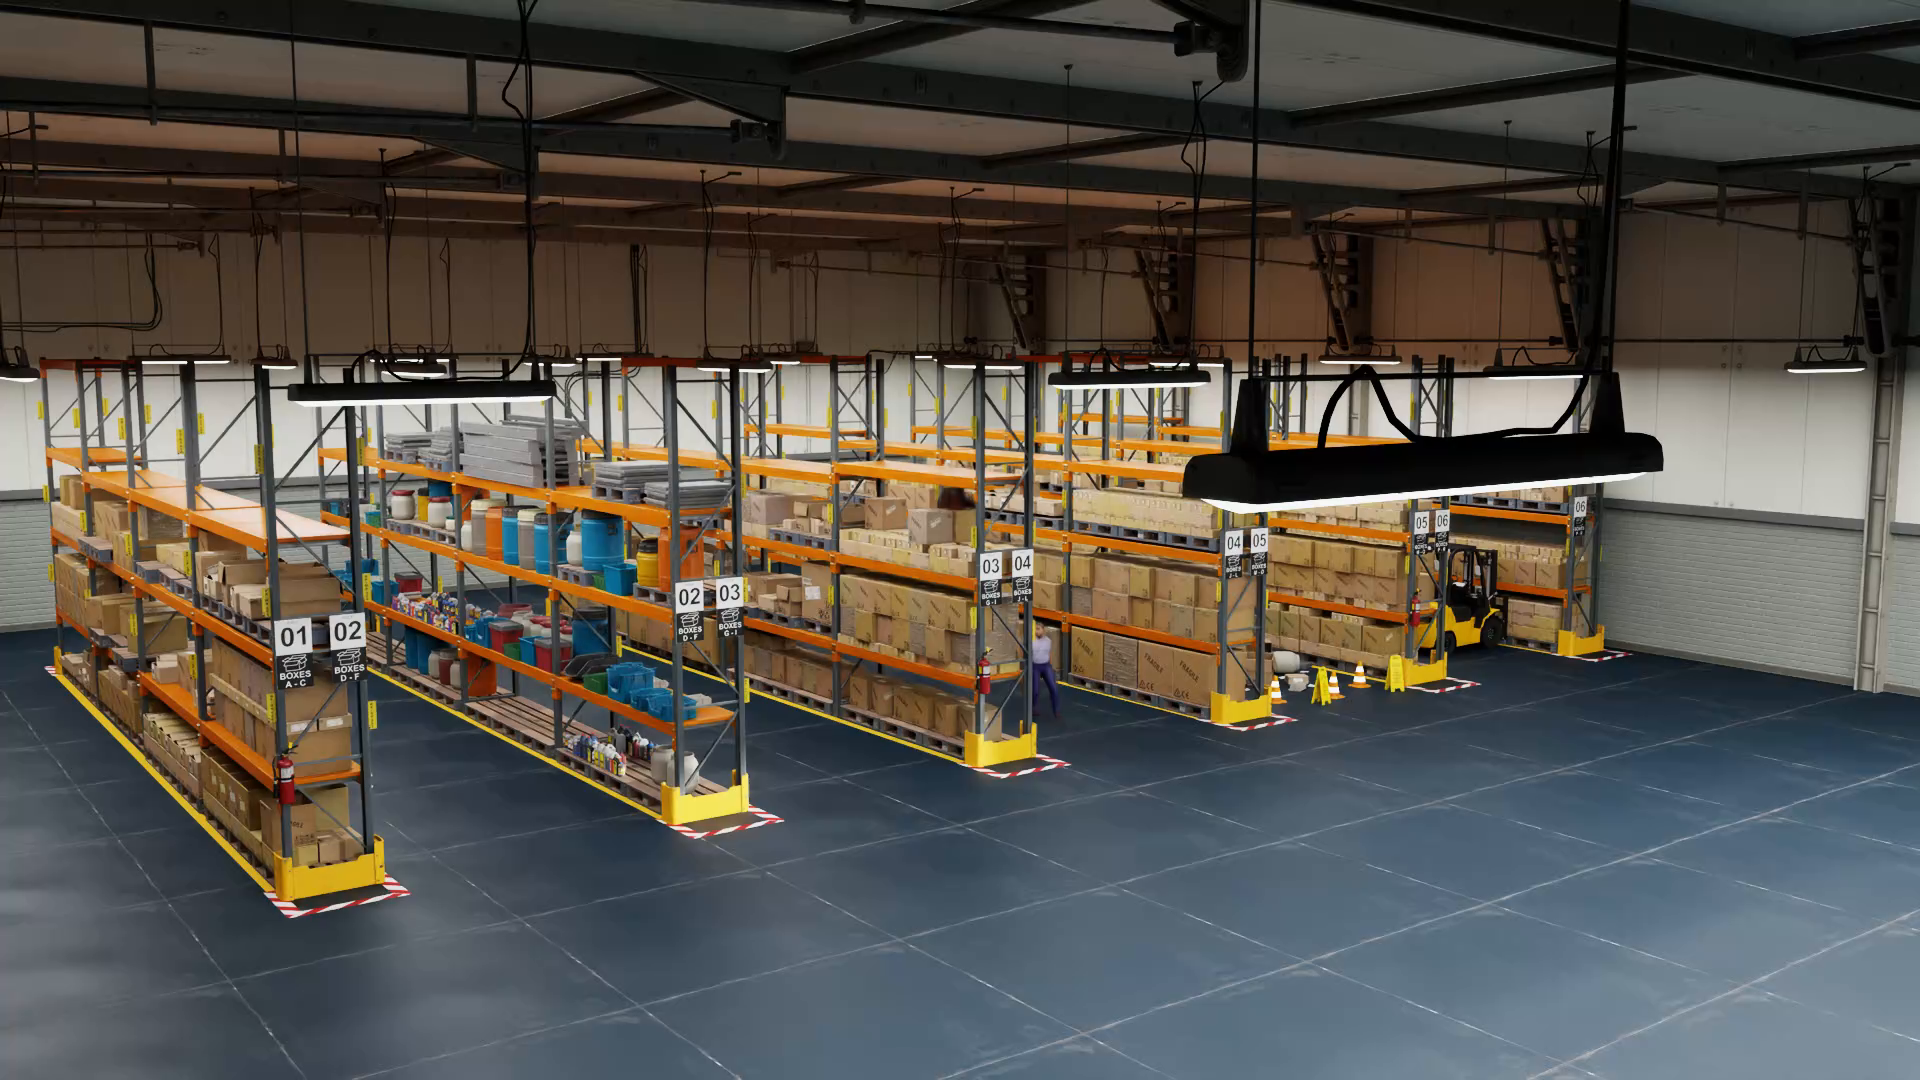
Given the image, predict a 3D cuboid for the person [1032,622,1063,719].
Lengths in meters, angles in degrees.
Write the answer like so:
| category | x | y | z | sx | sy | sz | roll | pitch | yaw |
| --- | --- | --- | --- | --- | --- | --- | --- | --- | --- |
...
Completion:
| category | x | y | z | sx | sy | sz | roll | pitch | yaw |
| --- | --- | --- | --- | --- | --- | --- | --- | --- | --- |
| person | 1.391 | 2.187 | 28.014 | 0.611 | 1.623 | 0.548 | -2 | 7 | -14 |
